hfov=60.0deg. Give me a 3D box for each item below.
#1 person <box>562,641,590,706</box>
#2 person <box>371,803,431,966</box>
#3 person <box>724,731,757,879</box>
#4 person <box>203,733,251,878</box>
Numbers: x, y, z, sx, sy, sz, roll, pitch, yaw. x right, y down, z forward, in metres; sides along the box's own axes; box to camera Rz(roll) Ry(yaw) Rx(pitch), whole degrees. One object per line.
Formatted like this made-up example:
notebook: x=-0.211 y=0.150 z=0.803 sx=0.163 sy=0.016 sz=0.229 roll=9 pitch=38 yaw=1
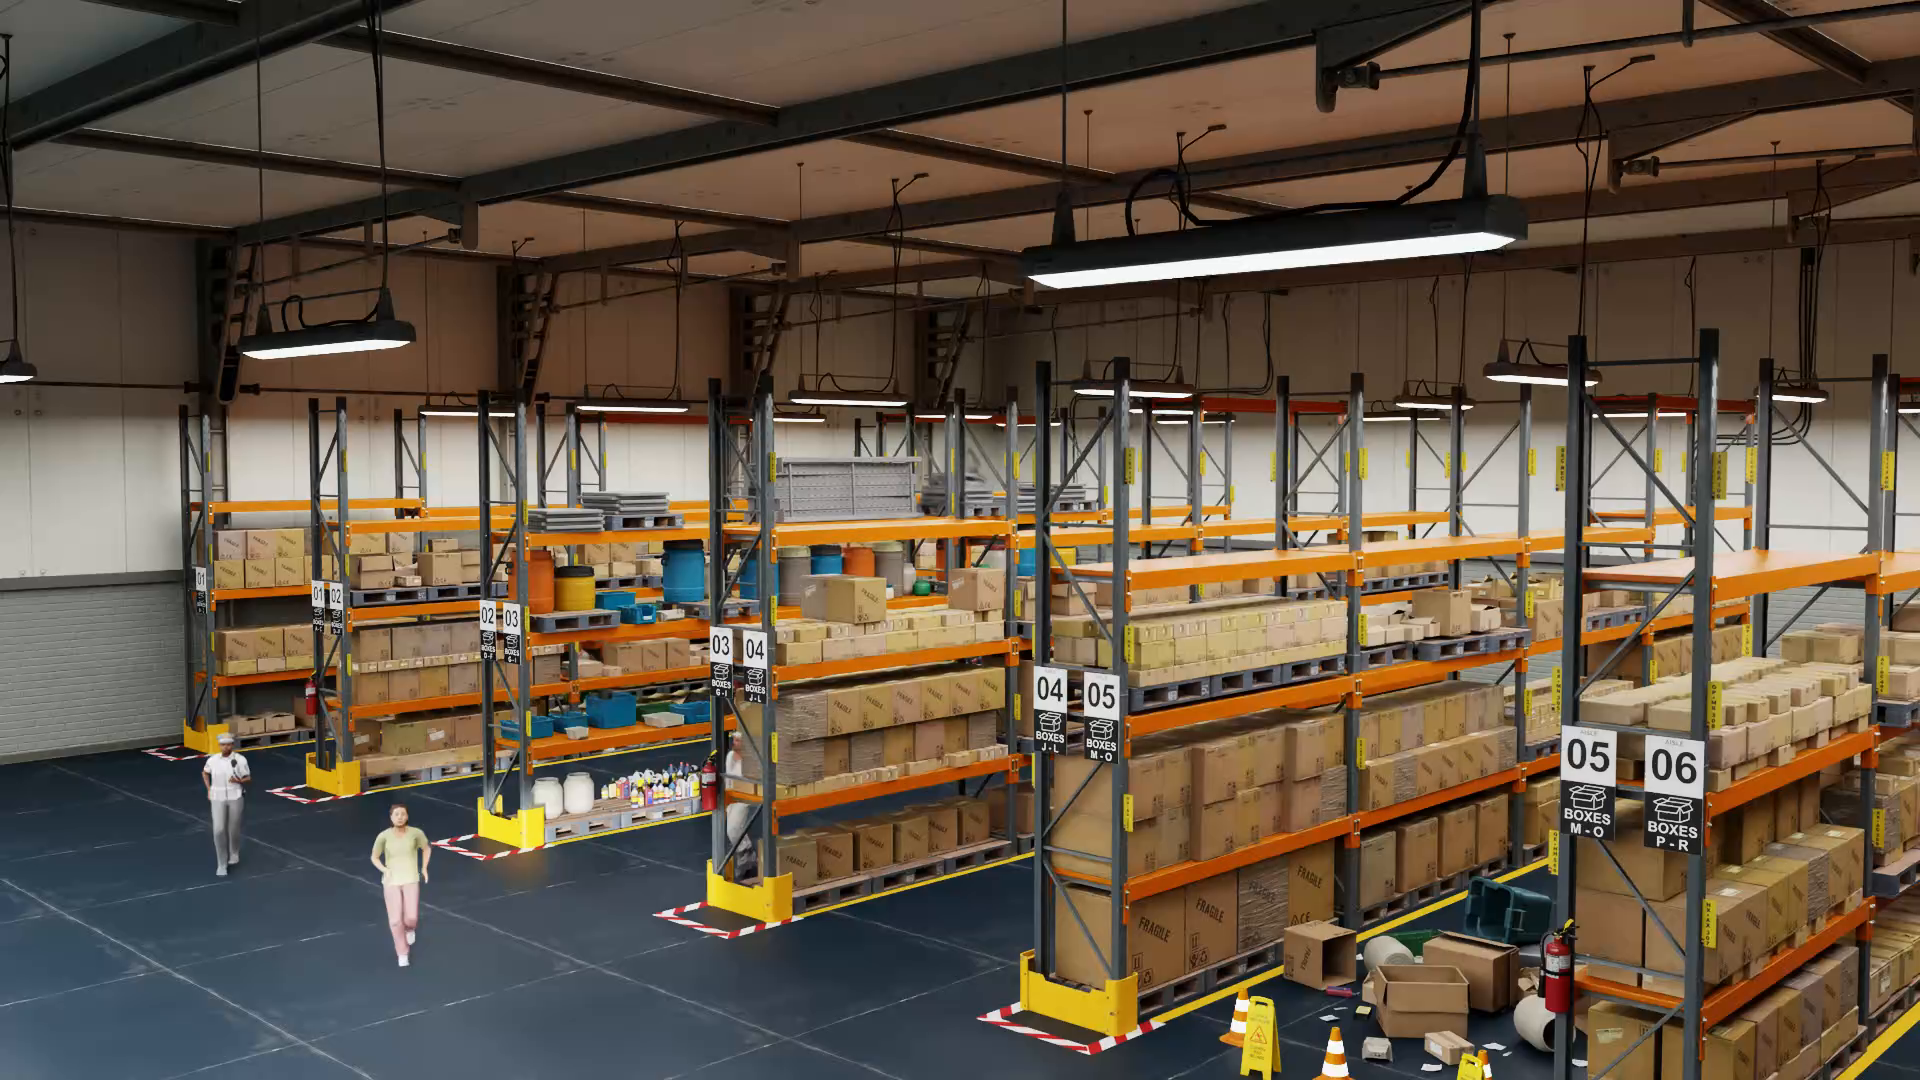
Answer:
person: x=-6.969 y=2.657 z=30.424 sx=0.650 sy=1.840 sz=0.826 roll=2 pitch=4 yaw=39
person: x=-5.657 y=3.470 z=16.842 sx=0.581 sy=1.629 sz=0.558 roll=-1 pitch=3 yaw=-19
person: x=-2.707 y=3.209 z=20.248 sx=0.632 sy=1.814 sz=0.680 roll=2 pitch=4 yaw=39
person: x=-9.035 y=3.230 z=20.503 sx=0.559 sy=1.740 sz=0.713 roll=-1 pitch=3 yaw=-22
